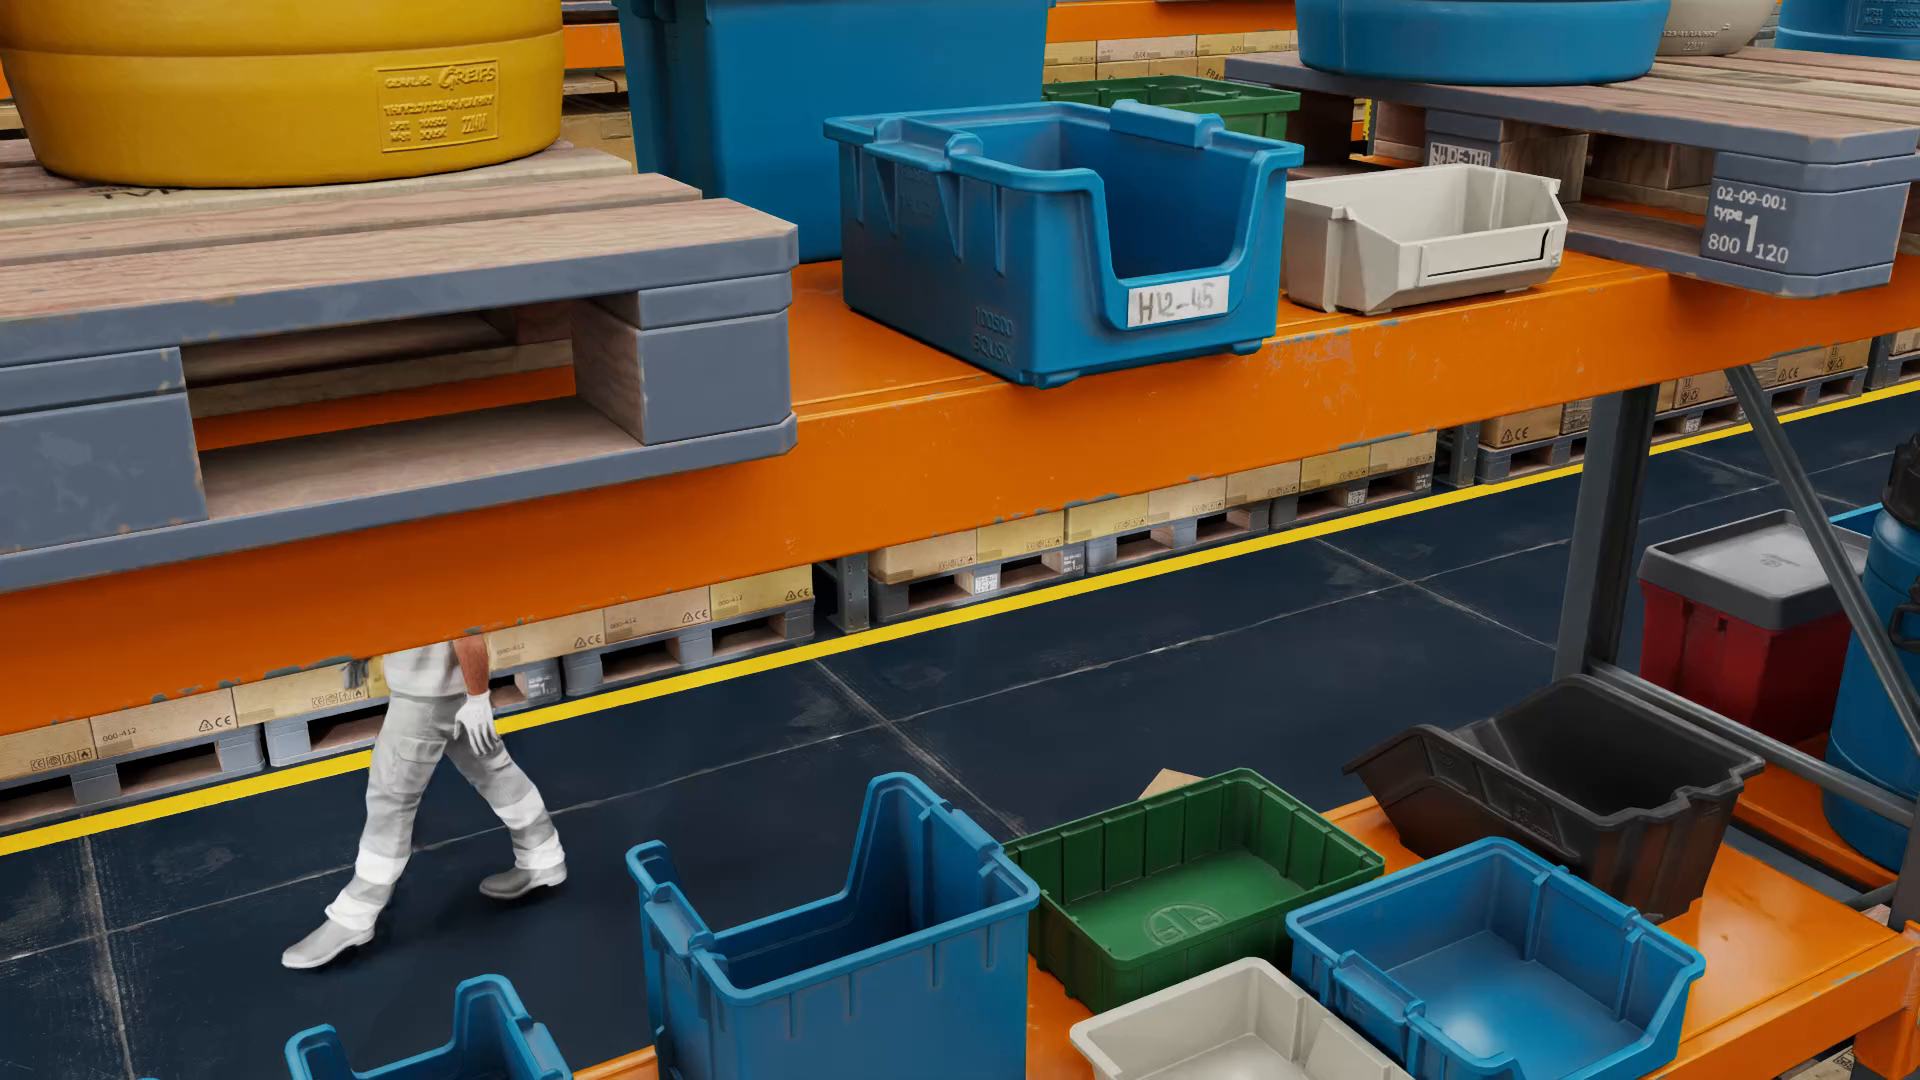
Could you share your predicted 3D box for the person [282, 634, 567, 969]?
[{"bbox_3d":[-1.814,0.448,5.365,0.943,1.748,0.610,-8,23,-20],"label":"person"}]
